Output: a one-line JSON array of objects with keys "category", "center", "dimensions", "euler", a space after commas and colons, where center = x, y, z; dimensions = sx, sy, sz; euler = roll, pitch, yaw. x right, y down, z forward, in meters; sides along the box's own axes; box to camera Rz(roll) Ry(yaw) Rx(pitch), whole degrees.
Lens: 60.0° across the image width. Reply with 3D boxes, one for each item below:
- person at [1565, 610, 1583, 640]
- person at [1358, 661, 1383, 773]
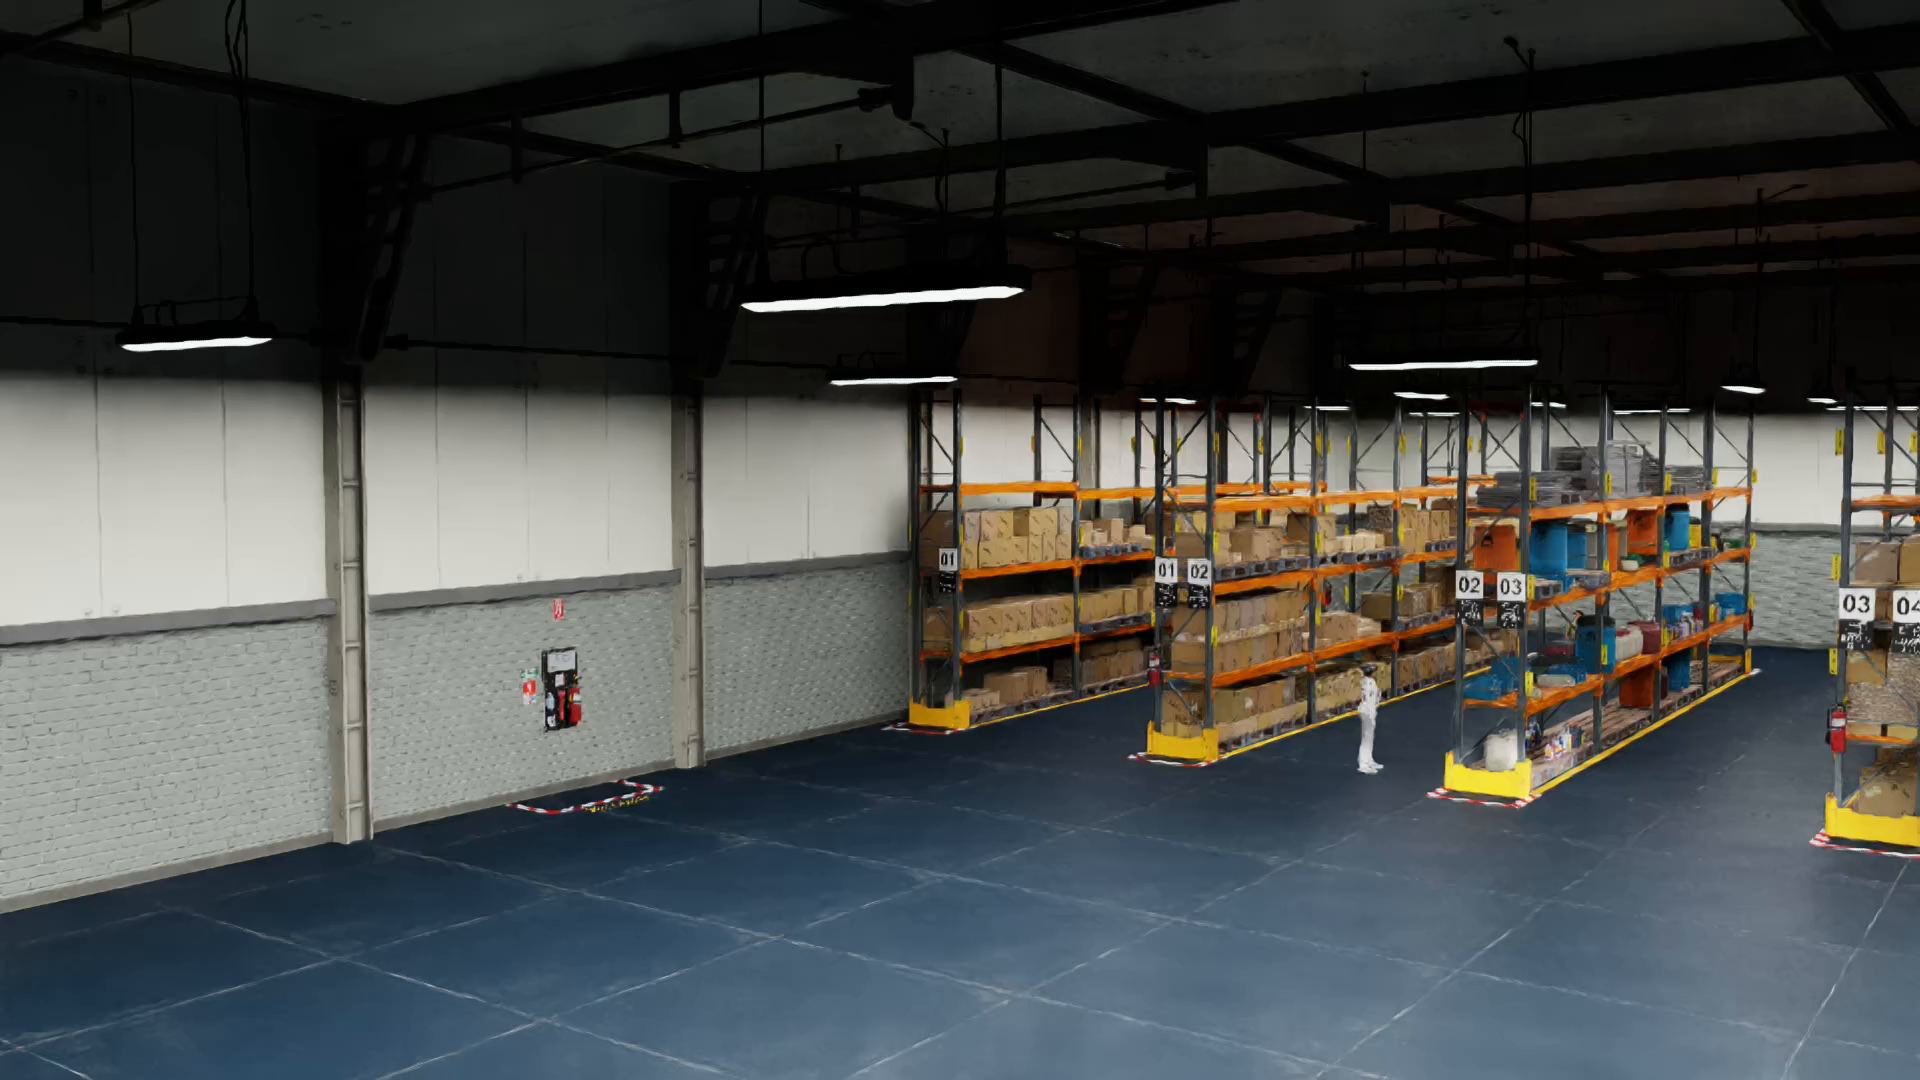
[{"category": "person", "center": [12.826, 2.237, 34.447], "dimensions": [0.598, 1.617, 0.503], "euler": [2, 4, 34]}, {"category": "person", "center": [6.298, 2.699, 25.471], "dimensions": [0.409, 1.677, 0.532], "euler": [0, 3, 5]}]
